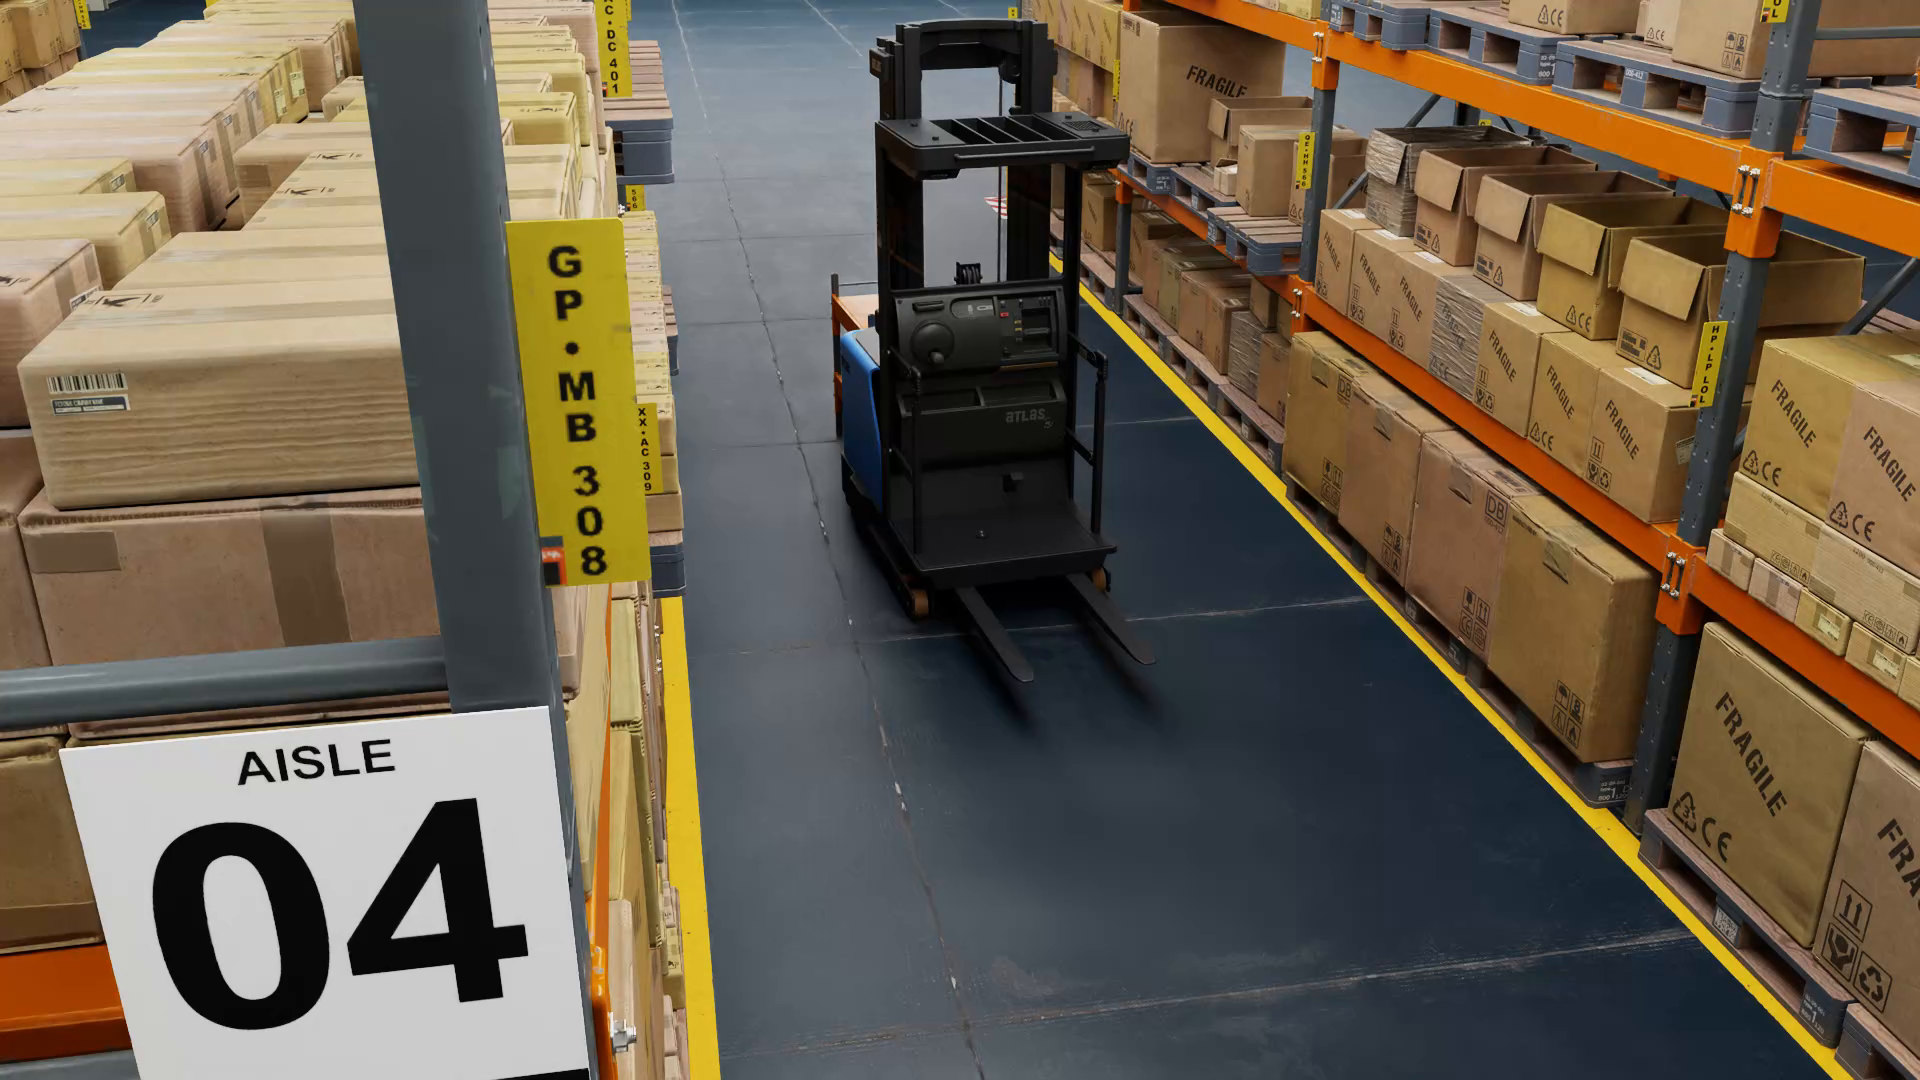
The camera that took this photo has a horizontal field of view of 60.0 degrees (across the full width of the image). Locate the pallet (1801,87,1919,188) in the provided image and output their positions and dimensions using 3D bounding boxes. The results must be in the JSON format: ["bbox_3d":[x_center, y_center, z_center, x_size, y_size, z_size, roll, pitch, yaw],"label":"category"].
[{"bbox_3d":[3.436,-1.207,5.130,1.003,0.211,1.213,-4,24,-10],"label":"pallet"}]

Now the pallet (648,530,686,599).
[{"bbox_3d":[-1.596,-0.092,6.453,1.003,0.211,1.213,-4,24,-10],"label":"pallet"}]

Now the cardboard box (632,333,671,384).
[{"bbox_3d":[-1.365,-0.716,6.688,0.380,0.149,0.250,-5,24,-10],"label":"cardboard box"}]

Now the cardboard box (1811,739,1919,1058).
[{"bbox_3d":[3.505,1.205,5.374,0.875,0.875,0.875,-4,24,-10],"label":"cardboard box"}]

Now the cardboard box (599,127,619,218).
[{"bbox_3d":[-1.242,-1.001,4.735,0.500,0.250,0.500,-4,24,-9],"label":"cardboard box"}]

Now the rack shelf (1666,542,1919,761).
[{"bbox_3d":[3.665,0.920,4.794,1.077,0.370,4.000,-4,24,-10],"label":"rack shelf"}]

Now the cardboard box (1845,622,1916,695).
[{"bbox_3d":[3.171,0.370,5.468,0.380,0.149,0.250,-5,24,-11],"label":"cardboard box"}]

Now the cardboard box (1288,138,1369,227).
[{"bbox_3d":[2.416,-2.217,10.429,0.500,0.500,0.500,-7,25,-16],"label":"cardboard box"}]

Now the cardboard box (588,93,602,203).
[{"bbox_3d":[-1.077,-0.831,3.719,0.500,0.250,0.500,-3,24,-8],"label":"cardboard box"}]

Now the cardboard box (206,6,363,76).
[{"bbox_3d":[-1.663,-1.250,4.181,0.380,0.149,0.250,-5,24,-10],"label":"cardboard box"}]

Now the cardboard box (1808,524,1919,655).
[{"bbox_3d":[3.212,0.137,5.505,0.500,0.250,0.500,-4,24,-10],"label":"cardboard box"}]

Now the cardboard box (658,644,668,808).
[{"bbox_3d":[-1.474,0.774,6.828,0.500,0.500,0.500,-3,24,-8],"label":"cardboard box"}]

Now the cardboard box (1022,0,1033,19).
[{"bbox_3d":[0.910,-5.320,16.437,0.500,0.500,0.500,-4,24,-10],"label":"cardboard box"}]

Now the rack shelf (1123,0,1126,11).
[{"bbox_3d":[1.446,-5.174,15.001,1.077,0.370,4.000,-4,24,-10],"label":"rack shelf"}]

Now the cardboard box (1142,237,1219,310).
[{"bbox_3d":[1.908,-2.156,13.511,0.700,0.500,0.500,-6,24,-14],"label":"cardboard box"}]

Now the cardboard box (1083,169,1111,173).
[{"bbox_3d":[1.319,-3.483,16.577,0.500,0.500,0.500,2,24,4],"label":"cardboard box"}]

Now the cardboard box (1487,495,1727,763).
[{"bbox_3d":[3.157,0.335,7.365,1.225,0.875,0.875,-4,24,-10],"label":"cardboard box"}]

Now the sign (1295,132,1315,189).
[{"bbox_3d":[2.024,-2.220,9.737,0.100,0.325,0.005,-4,24,-10],"label":"sign"}]

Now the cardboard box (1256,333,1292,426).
[{"bbox_3d":[2.412,-1.087,11.066,0.700,0.500,0.500,-6,24,-13],"label":"cardboard box"}]

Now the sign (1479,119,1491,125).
[{"bbox_3d":[3.100,-2.342,9.919,0.100,0.325,0.005,-4,24,-10],"label":"sign"}]

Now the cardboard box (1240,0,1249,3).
[{"bbox_3d":[2.031,-3.636,10.767,0.500,0.250,0.500,-4,24,-8],"label":"cardboard box"}]

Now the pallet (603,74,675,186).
[{"bbox_3d":[-1.608,-1.408,5.713,1.213,0.211,1.003,-4,24,-10],"label":"pallet"}]

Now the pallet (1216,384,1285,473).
[{"bbox_3d":[2.412,-0.799,11.315,1.003,0.211,1.213,-4,24,-10],"label":"pallet"}]

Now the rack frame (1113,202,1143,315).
[{"bbox_3d":[1.816,-3.343,13.656,1.000,3.000,0.127,-4,24,-10],"label":"rack frame"}]

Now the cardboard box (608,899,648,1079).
[{"bbox_3d":[-0.681,0.868,2.269,0.500,0.500,0.500,-4,24,-10],"label":"cardboard box"}]

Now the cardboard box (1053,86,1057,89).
[{"bbox_3d":[1.020,-4.375,16.334,0.380,0.149,0.250,-4,24,-10],"label":"cardboard box"}]

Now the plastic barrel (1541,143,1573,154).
[{"bbox_3d":[6.233,-3.885,17.480,0.421,0.512,0.421,0,24,0],"label":"plastic barrel"}]

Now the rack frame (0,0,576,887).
[{"bbox_3d":[-0.858,-1.044,0.898,1.000,3.000,0.127,-4,24,-10],"label":"rack frame"}]

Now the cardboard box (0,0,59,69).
[{"bbox_3d":[-8.072,-4.246,13.977,0.700,0.500,0.500,-5,24,-10],"label":"cardboard box"}]

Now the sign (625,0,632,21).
[{"bbox_3d":[-3.281,-5.263,16.309,0.100,0.325,0.005,-4,24,-10],"label":"sign"}]

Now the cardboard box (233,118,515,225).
[{"bbox_3d":[-0.898,-0.560,2.602,0.380,0.149,0.250,-4,24,-8],"label":"cardboard box"}]

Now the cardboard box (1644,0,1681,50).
[{"bbox_3d":[3.181,-2.160,6.788,0.500,0.311,0.500,-5,24,-12],"label":"cardboard box"}]

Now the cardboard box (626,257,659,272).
[{"bbox_3d":[-1.612,-1.231,7.867,0.380,0.149,0.250,-4,24,-10],"label":"cardboard box"}]

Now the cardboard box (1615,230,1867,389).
[{"bbox_3d":[3.169,-0.952,6.804,0.797,0.503,0.637,-5,24,-11],"label":"cardboard box"}]

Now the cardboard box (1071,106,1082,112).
[{"bbox_3d":[1.224,-3.881,15.203,0.380,0.149,0.250,-4,24,-10],"label":"cardboard box"}]

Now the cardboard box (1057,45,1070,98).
[{"bbox_3d":[1.411,-4.492,15.791,0.875,0.500,0.500,-4,24,-10],"label":"cardboard box"}]

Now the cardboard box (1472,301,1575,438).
[{"bbox_3d":[2.752,-0.806,7.722,0.500,0.500,0.500,-5,24,-10],"label":"cardboard box"}]

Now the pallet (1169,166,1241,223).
[{"bbox_3d":[2.149,-2.457,11.868,1.003,0.211,1.213,-4,24,-10],"label":"pallet"}]

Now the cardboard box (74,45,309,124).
[{"bbox_3d":[-1.586,-0.933,3.456,0.380,0.149,0.250,-3,24,-7],"label":"cardboard box"}]

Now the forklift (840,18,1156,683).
[{"bbox_3d":[0.178,-1.101,8.610,1.130,2.935,3.031,-7,24,-15],"label":"forklift"}]

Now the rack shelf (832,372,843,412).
[{"bbox_3d":[-0.462,-0.845,10.891,0.538,0.278,1.000,-7,25,-15],"label":"rack shelf"}]

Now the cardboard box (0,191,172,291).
[{"bbox_3d":[-1.206,-0.327,2.068,0.380,0.149,0.250,-5,24,-11],"label":"cardboard box"}]

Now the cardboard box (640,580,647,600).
[{"bbox_3d":[-1.145,-0.141,4.580,0.500,0.500,0.500,-5,24,-11],"label":"cardboard box"}]

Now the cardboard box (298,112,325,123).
[{"bbox_3d":[-1.578,-0.801,3.652,0.500,0.250,0.500,-4,24,-9],"label":"cardboard box"}]

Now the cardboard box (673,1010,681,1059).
[{"bbox_3d":[-1.113,1.582,5.417,0.380,0.149,0.250,-5,24,-12],"label":"cardboard box"}]

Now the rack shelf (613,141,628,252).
[{"bbox_3d":[-1.968,-1.700,7.046,1.077,0.370,4.000,-4,24,-10],"label":"rack shelf"}]

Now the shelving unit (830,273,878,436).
[{"bbox_3d":[-0.462,-1.069,10.793,0.538,1.125,1.048,-7,25,-15],"label":"shelving unit"}]

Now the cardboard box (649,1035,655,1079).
[{"bbox_3d":[-0.794,1.117,2.948,0.500,0.500,0.500,-4,24,-10],"label":"cardboard box"}]

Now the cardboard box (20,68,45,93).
[{"bbox_3d":[-8.115,-3.777,14.154,0.500,0.500,0.500,-4,24,-10],"label":"cardboard box"}]

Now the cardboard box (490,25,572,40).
[{"bbox_3d":[-1.071,-1.074,3.778,0.380,0.149,0.250,-5,24,-12],"label":"cardboard box"}]

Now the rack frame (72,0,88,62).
[{"bbox_3d":[-8.663,-4.183,15.579,1.000,3.000,0.127,-4,24,-10],"label":"rack frame"}]

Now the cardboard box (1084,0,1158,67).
[{"bbox_3d":[1.368,-4.336,14.185,0.500,0.500,0.500,-4,24,-10],"label":"cardboard box"}]

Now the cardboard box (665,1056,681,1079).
[{"bbox_3d":[-0.963,1.601,4.630,0.380,0.149,0.250,-5,24,-12],"label":"cardboard box"}]
